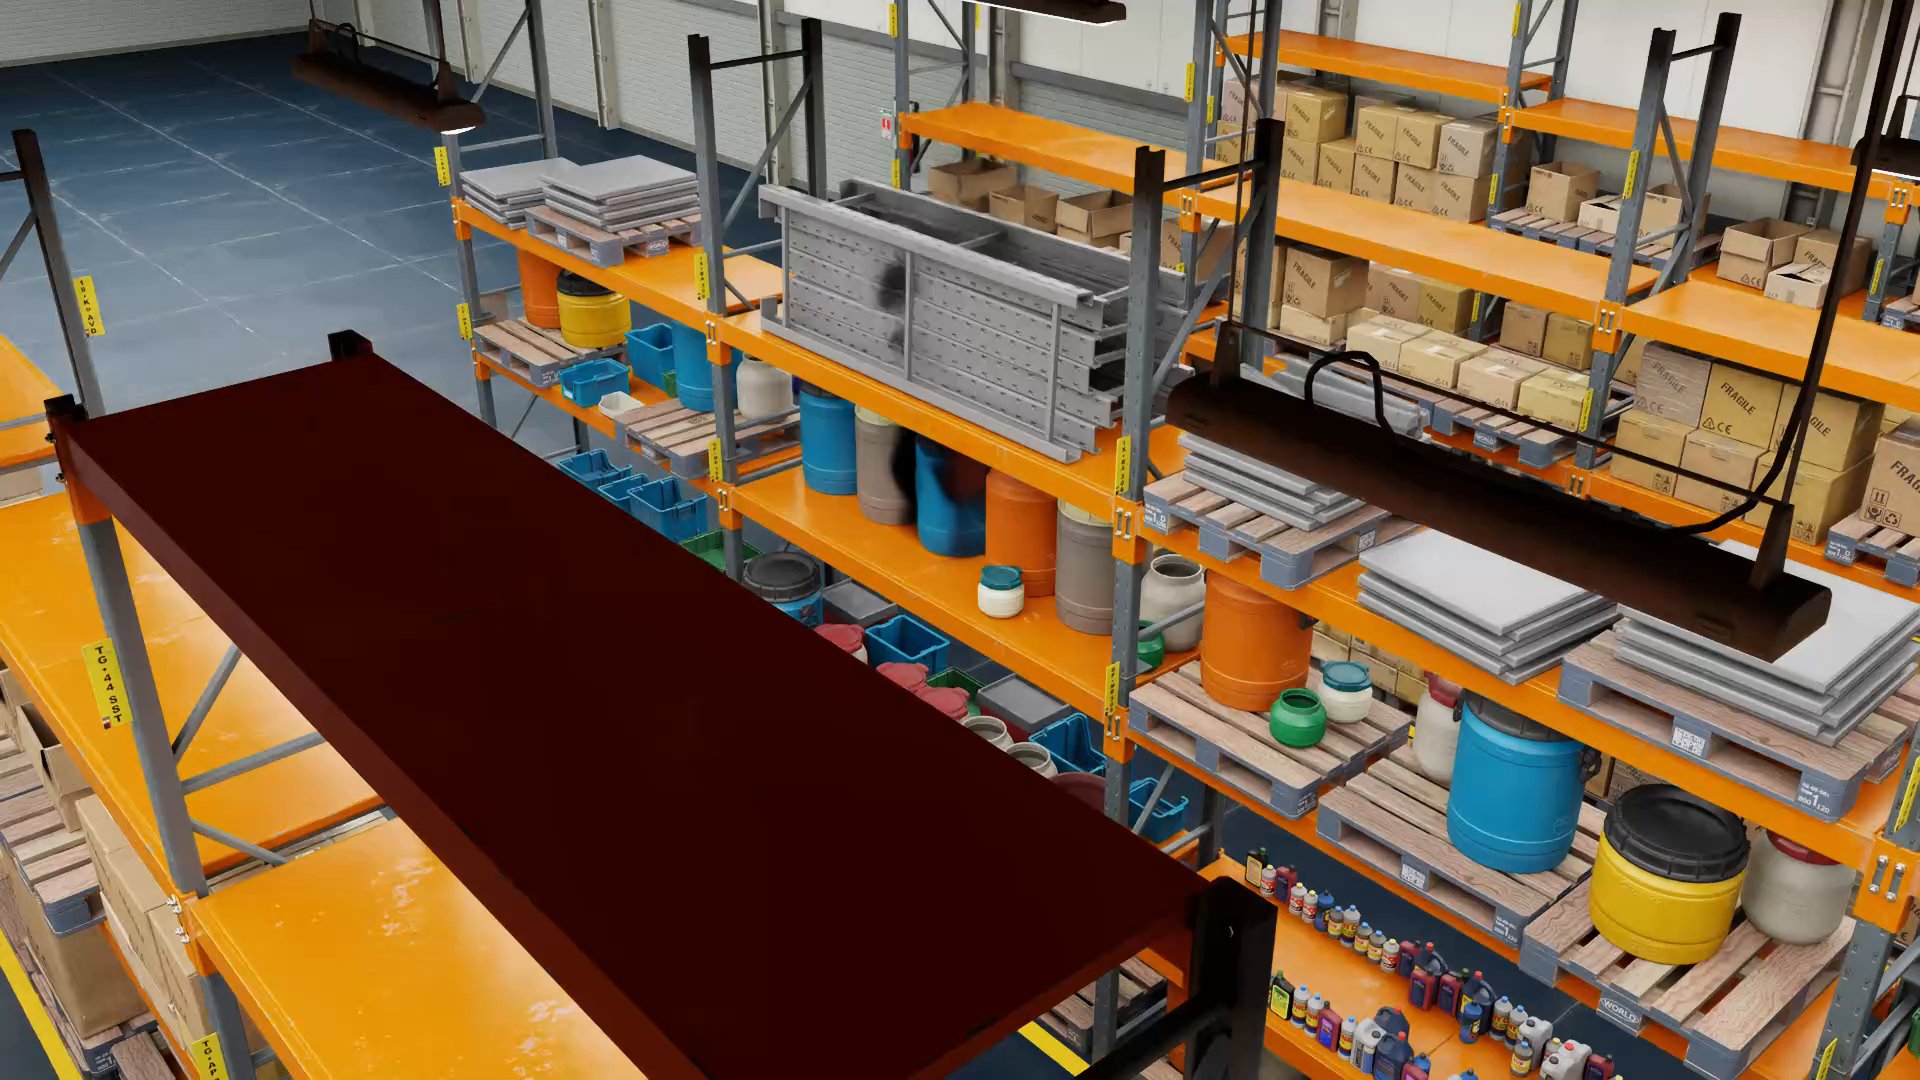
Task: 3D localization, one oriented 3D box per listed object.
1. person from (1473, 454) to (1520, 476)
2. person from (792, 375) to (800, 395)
[{"bbox_3d":[5.288,-0.380,16.291,0.657,1.804,0.937,-24,36,-39],"label":"person"},{"bbox_3d":[-1.792,-2.100,19.959,0.547,1.589,0.612,-5,27,-10],"label":"person"}]
